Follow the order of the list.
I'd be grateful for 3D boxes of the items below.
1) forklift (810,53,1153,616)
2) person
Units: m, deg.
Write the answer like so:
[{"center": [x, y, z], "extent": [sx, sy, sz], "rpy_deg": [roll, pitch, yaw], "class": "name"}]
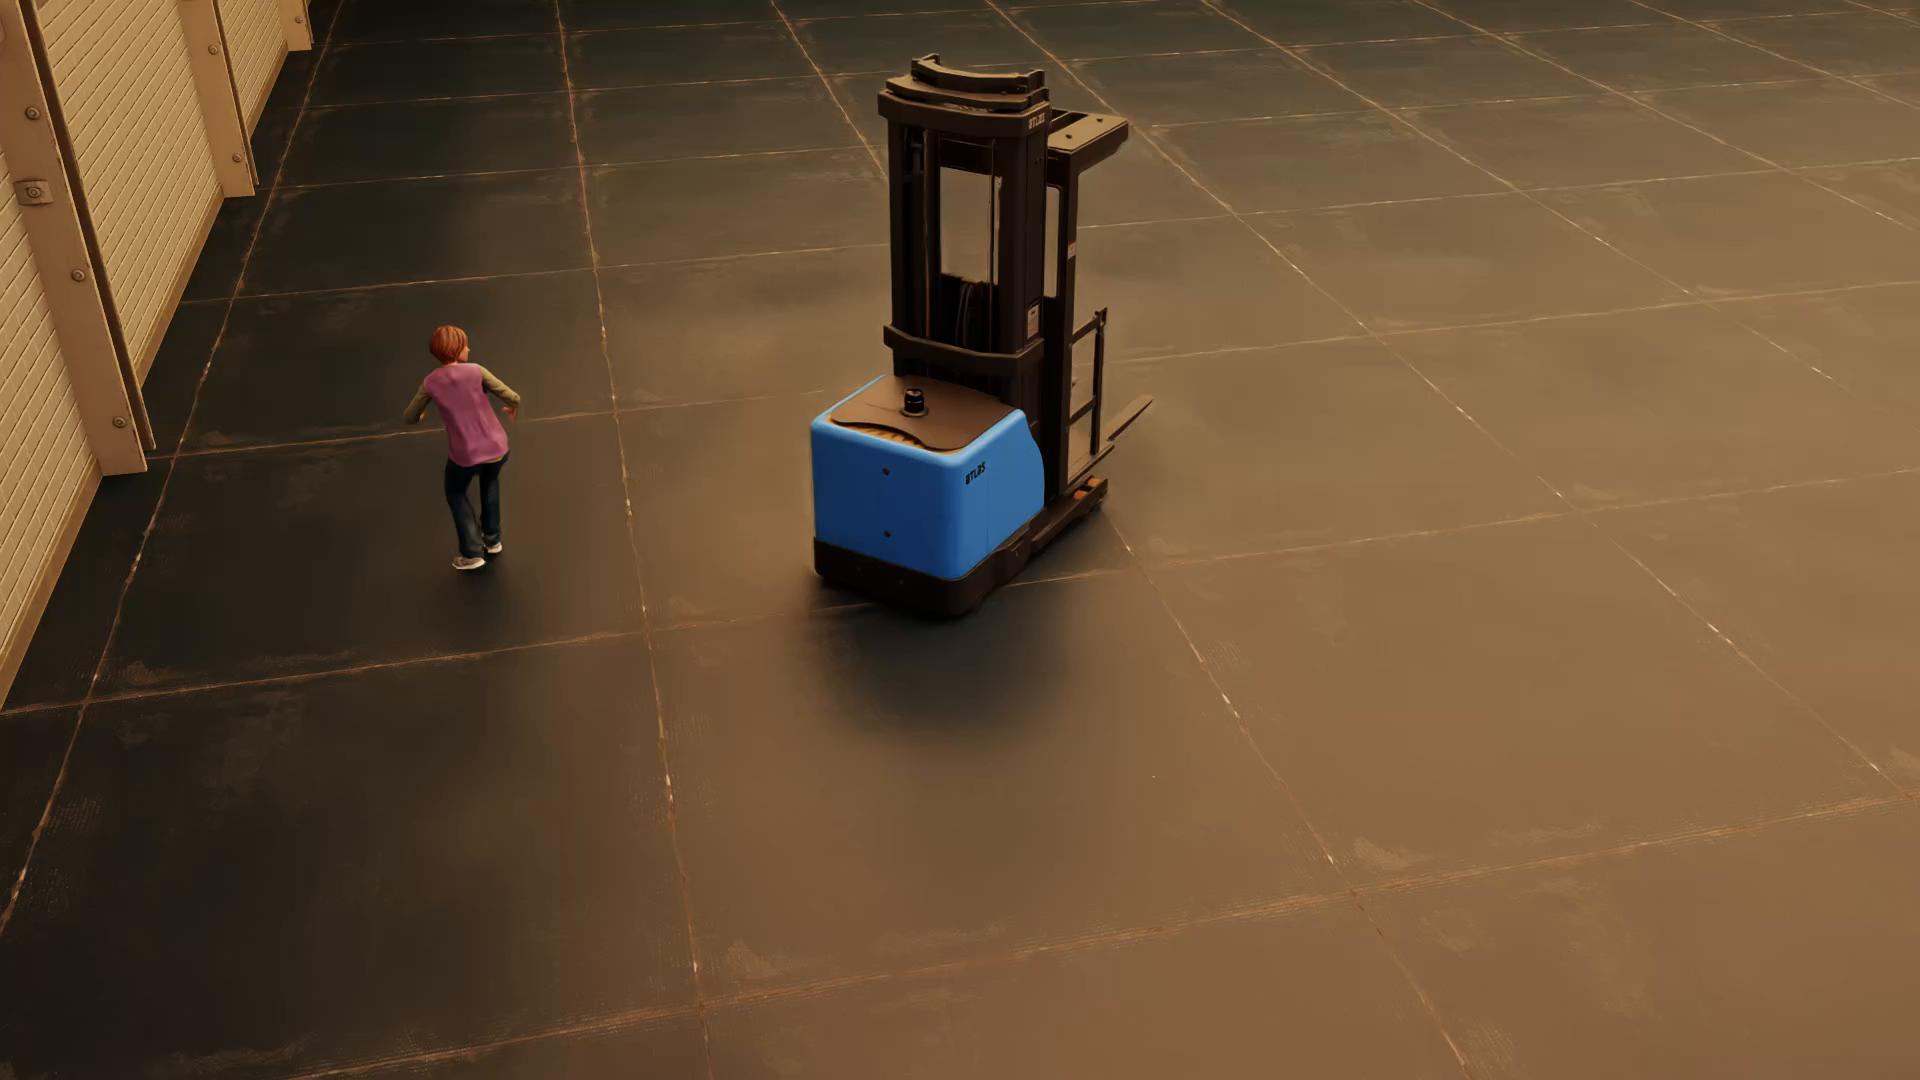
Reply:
[{"center": [0.310, -1.533, 10.222], "extent": [1.130, 2.935, 3.031], "rpy_deg": [17, 34, 26], "class": "forklift"}, {"center": [-2.971, -0.573, 10.009], "extent": [0.658, 1.515, 0.626], "rpy_deg": [-15, 33, -24], "class": "person"}]
